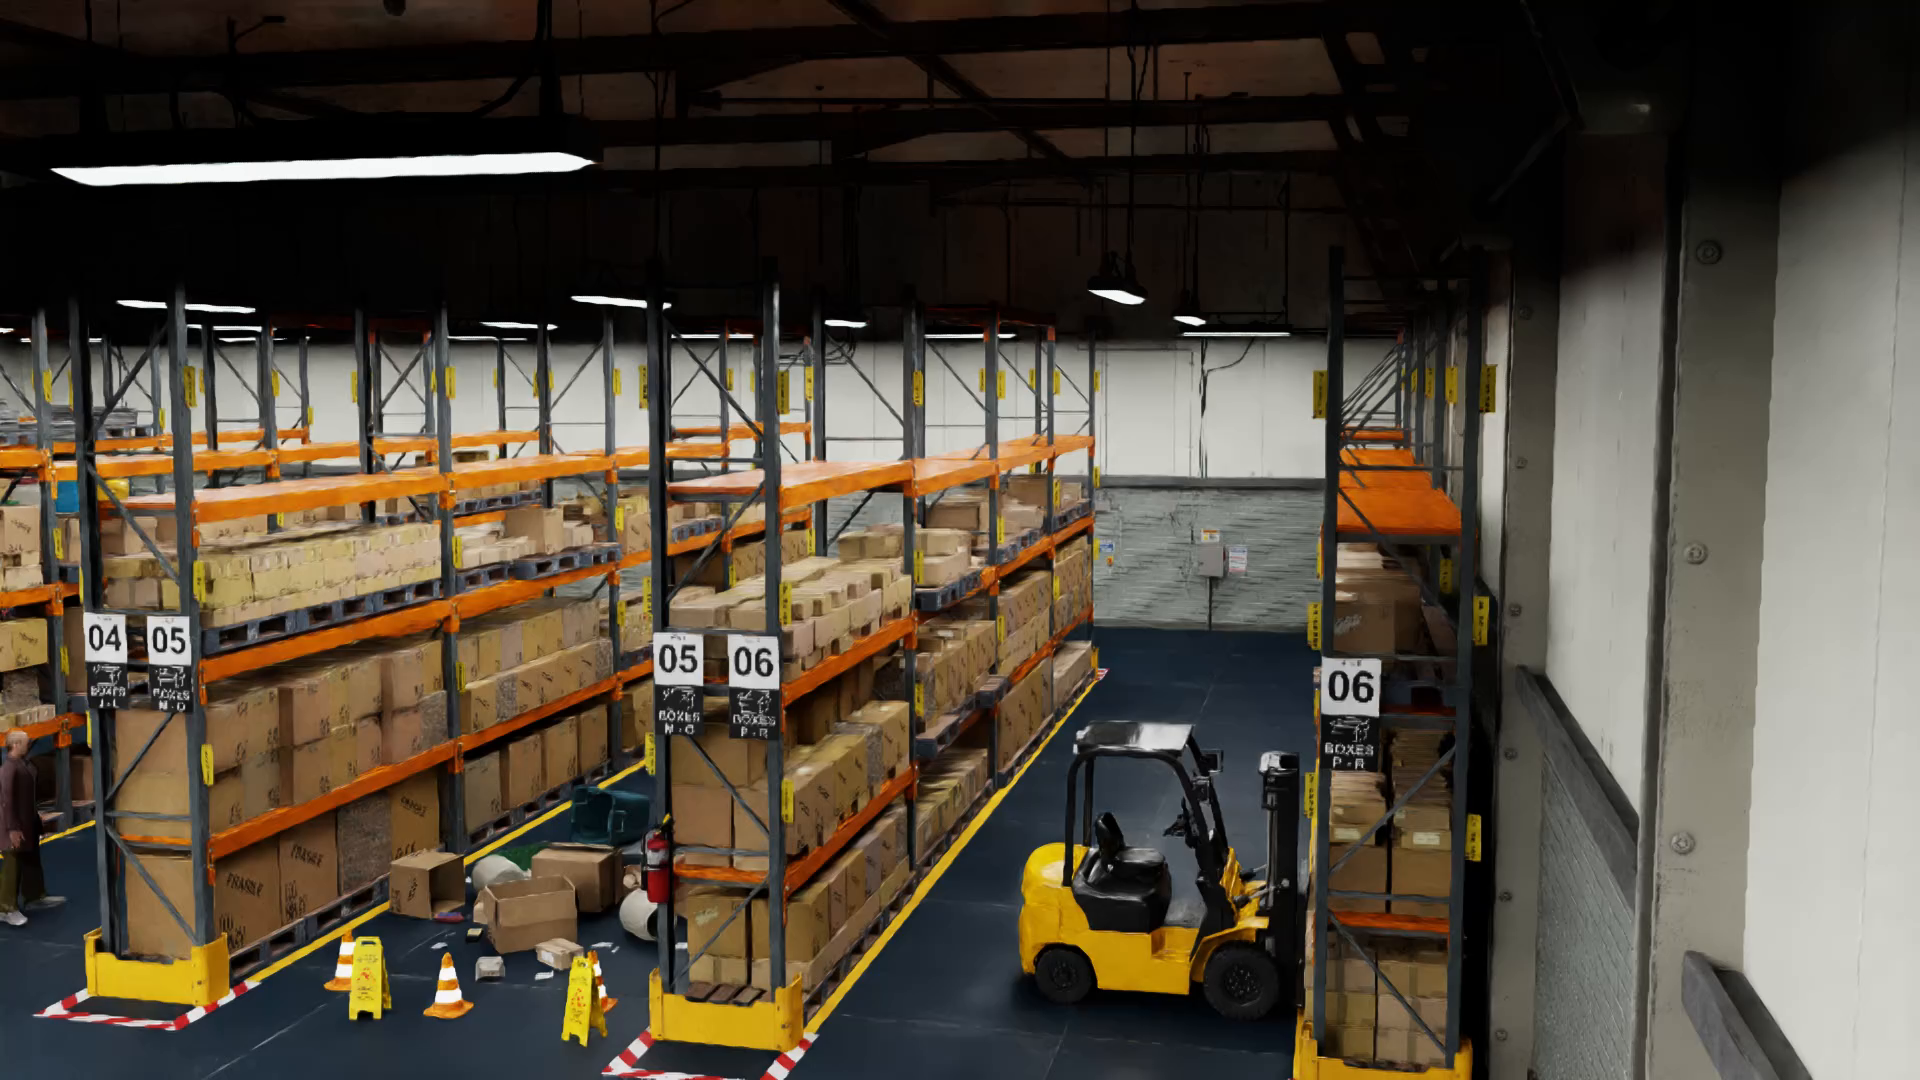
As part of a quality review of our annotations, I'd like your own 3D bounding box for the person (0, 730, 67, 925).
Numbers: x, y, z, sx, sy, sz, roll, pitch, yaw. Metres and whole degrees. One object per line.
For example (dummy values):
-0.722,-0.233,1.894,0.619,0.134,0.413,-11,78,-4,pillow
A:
-8.822,2.673,15.713,0.522,1.790,0.654,-1,6,-14,person
